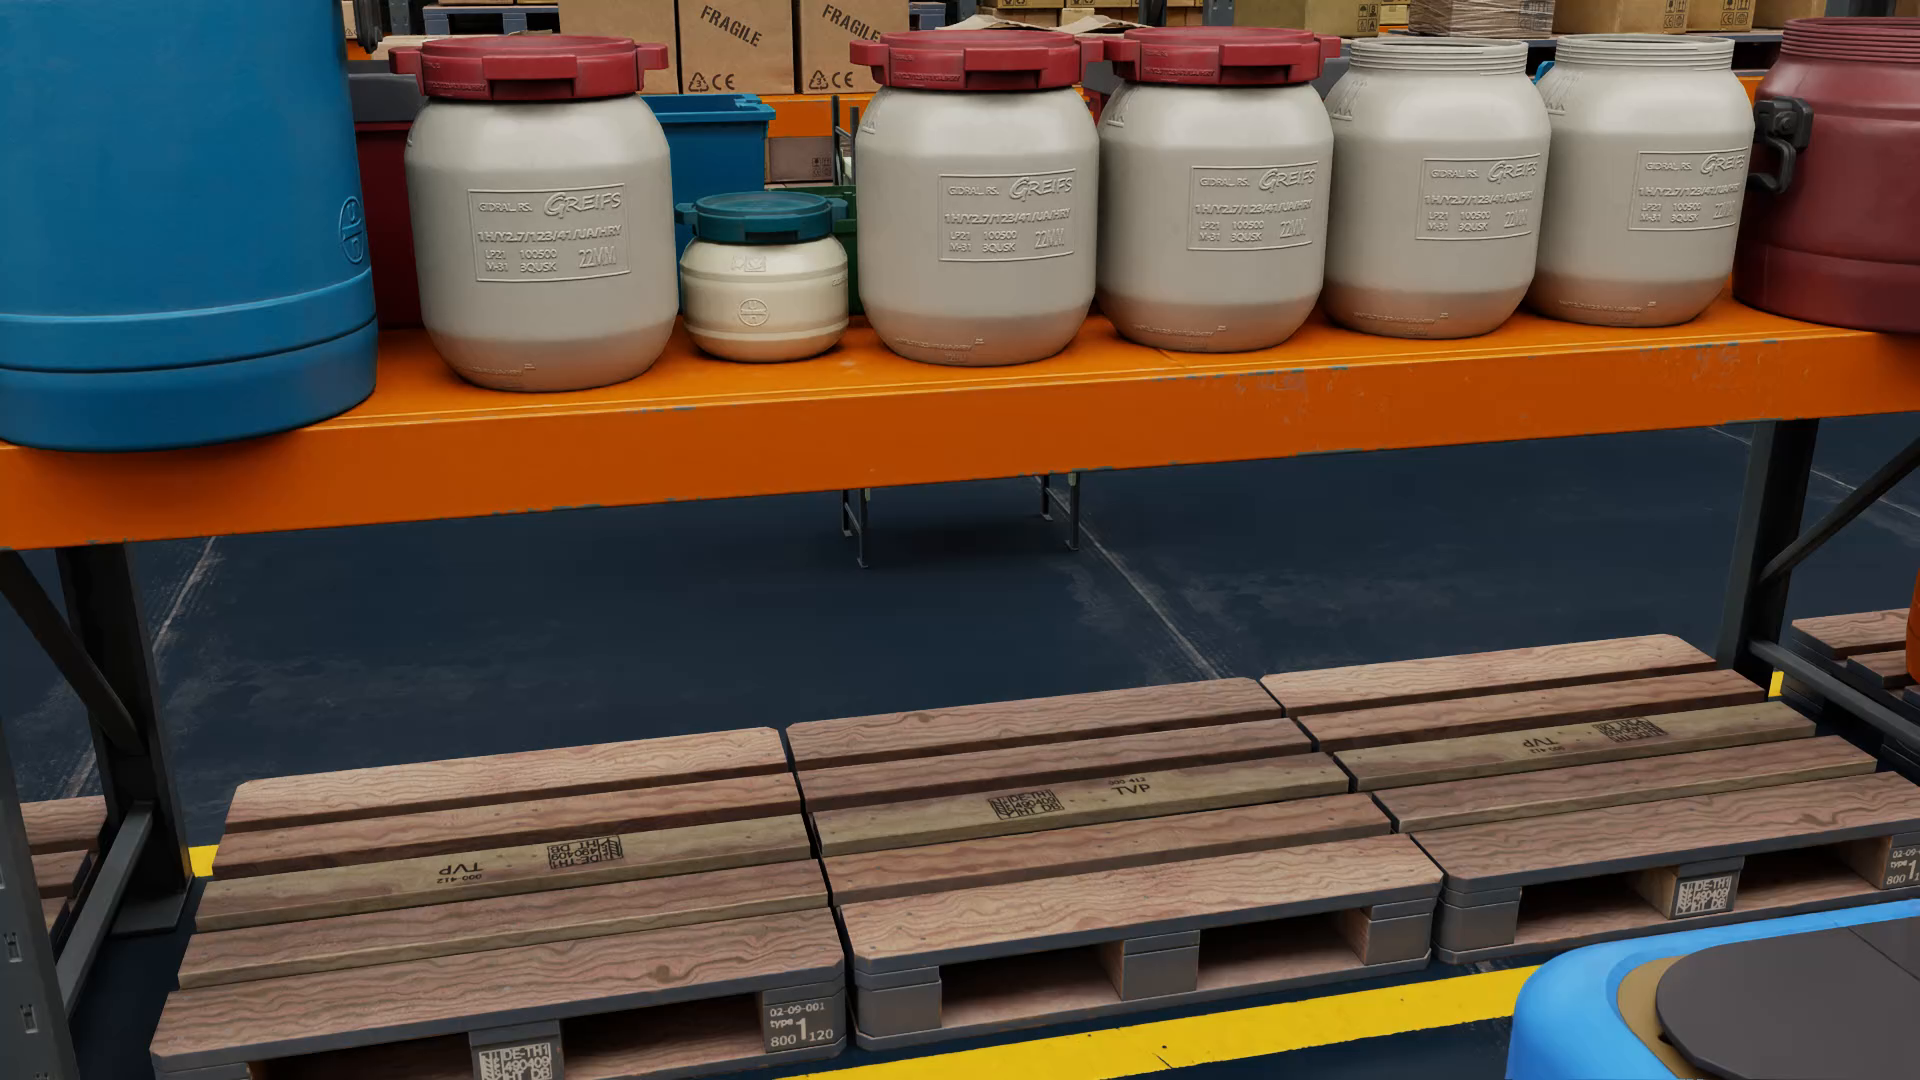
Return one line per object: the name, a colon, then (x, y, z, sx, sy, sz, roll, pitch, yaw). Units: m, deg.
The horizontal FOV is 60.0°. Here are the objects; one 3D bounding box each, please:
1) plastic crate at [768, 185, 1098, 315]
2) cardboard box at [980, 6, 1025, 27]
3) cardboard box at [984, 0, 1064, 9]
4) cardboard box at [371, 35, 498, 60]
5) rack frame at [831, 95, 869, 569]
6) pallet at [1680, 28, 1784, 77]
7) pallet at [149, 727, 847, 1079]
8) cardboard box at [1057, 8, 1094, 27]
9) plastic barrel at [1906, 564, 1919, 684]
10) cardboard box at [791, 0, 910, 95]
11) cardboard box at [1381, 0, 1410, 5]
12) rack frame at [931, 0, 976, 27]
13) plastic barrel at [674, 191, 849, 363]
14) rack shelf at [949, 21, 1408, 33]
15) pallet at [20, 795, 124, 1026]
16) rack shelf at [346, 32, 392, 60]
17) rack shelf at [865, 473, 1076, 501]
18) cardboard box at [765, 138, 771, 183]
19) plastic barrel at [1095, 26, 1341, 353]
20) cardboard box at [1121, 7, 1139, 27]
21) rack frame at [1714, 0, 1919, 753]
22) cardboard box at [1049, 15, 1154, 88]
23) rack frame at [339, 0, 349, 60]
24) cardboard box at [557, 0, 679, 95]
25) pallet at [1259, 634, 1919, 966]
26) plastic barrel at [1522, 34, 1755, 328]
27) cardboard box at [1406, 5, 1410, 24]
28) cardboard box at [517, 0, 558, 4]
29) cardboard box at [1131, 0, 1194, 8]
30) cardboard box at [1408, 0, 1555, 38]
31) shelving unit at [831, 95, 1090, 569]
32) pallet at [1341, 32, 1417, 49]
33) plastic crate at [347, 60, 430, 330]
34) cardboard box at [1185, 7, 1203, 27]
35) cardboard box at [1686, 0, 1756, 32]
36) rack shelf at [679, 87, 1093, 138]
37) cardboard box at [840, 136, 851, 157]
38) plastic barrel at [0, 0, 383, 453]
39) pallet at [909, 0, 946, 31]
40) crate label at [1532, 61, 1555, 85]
plastic crate: (-0.036, -0.609, 3.424, 0.662, 0.188, 0.450, -5, 21, -12)
cardboard box: (0.320, -3.949, 12.570, 0.250, 0.149, 0.380, -5, 21, -13)
cardboard box: (0.478, -4.258, 12.470, 0.500, 0.500, 0.500, -4, 21, -11)
cardboard box: (-2.333, -2.118, 7.453, 0.500, 0.250, 0.500, -3, 20, -9)
rack frame: (-0.363, -0.675, 5.476, 0.023, 1.500, 0.400, -5, 21, -12)
pallet: (4.180, -2.651, 8.969, 1.213, 0.211, 1.003, -5, 21, -12)
pallet: (-0.911, 0.758, 3.438, 1.213, 0.211, 1.003, -5, 21, -12)
cardboard box: (0.846, -3.959, 12.597, 0.250, 0.149, 0.380, -4, 20, -11)
plastic barrel: (2.699, -0.015, 4.040, 0.708, 0.830, 0.600, -5, 21, -12)
cardboard box: (-0.539, -2.360, 7.750, 0.500, 0.500, 0.500, -6, 21, -15)
cardboard box: (3.448, -4.501, 13.133, 0.500, 0.500, 0.500, -5, 21, -13)
rack frame: (-0.053, -4.109, 12.671, 0.127, 3.000, 1.000, -5, 21, -12)
plastic barrel: (-0.343, -0.465, 2.923, 0.301, 0.262, 0.301, 0, 20, 0)
rack shelf: (1.893, -3.929, 13.227, 4.000, 0.370, 1.077, -5, 21, -12)
pallet: (-2.329, 0.872, 3.126, 1.213, 0.211, 1.003, -5, 21, -12)
rack shelf: (-5.892, -3.296, 11.498, 4.000, 0.370, 1.077, -5, 21, -12)
rack shelf: (-0.006, -0.398, 5.667, 0.720, 0.370, 0.431, -5, 21, -12)
cardboard box: (-1.747, -3.017, 12.684, 0.500, 0.500, 0.700, -5, 21, -13)
plastic barrel: (0.450, -0.635, 2.989, 0.433, 0.535, 0.433, 0, 20, 0)
cardboard box: (1.313, -4.043, 12.828, 0.250, 0.149, 0.380, -4, 21, -11)
rack frame: (2.226, -0.793, 3.618, 0.127, 3.000, 1.000, -5, 21, -12)
cardboard box: (0.726, -2.395, 8.122, 0.500, 0.311, 0.500, -3, 20, -9)
rack frame: (-2.802, -2.135, 7.281, 0.127, 3.000, 1.000, -5, 21, -12)
cardboard box: (-1.539, -2.278, 7.528, 0.500, 0.500, 0.500, -3, 20, -9)
pallet: (1.464, 0.565, 3.966, 1.213, 0.211, 1.003, -5, 21, -12)
plastic barrel: (1.274, -0.692, 3.181, 0.421, 0.512, 0.421, 0, 20, 0)
cardboard box: (3.576, -4.195, 13.243, 0.250, 0.149, 0.380, -4, 21, -12)
cardboard box: (-2.897, -4.117, 11.907, 0.500, 0.500, 0.700, -3, 20, -7)
cardboard box: (1.473, -4.335, 12.681, 0.500, 0.500, 0.500, -5, 21, -13)
cardboard box: (2.611, -2.791, 8.318, 0.500, 0.500, 0.700, -1, 20, -2)
shelving unit: (-0.006, -0.704, 5.555, 0.755, 1.500, 0.431, -5, 21, -12)
pallet: (1.734, -2.438, 8.389, 1.003, 0.211, 1.213, -5, 21, -12)
plastic crate: (-1.265, -0.647, 3.127, 0.583, 0.464, 0.402, -5, 21, -12)
cardboard box: (1.811, -4.074, 12.911, 0.250, 0.149, 0.380, -5, 21, -12)
cardboard box: (3.816, -2.974, 8.815, 0.500, 0.500, 0.700, -1, 20, -4)
rack shelf: (-0.856, -1.955, 7.837, 4.000, 0.370, 1.077, -5, 21, -12)
cardboard box: (-0.742, -3.067, 12.822, 0.500, 0.500, 0.700, -4, 21, -12)
plastic barrel: (-1.221, -0.641, 2.474, 0.708, 0.901, 0.600, -5, 21, -12)
pallet: (-0.722, -3.927, 12.452, 1.003, 0.211, 1.213, -5, 21, -12)
crate label: (1.197, -0.821, 3.644, 0.616, 0.435, 0.502, -5, 21, -12)
